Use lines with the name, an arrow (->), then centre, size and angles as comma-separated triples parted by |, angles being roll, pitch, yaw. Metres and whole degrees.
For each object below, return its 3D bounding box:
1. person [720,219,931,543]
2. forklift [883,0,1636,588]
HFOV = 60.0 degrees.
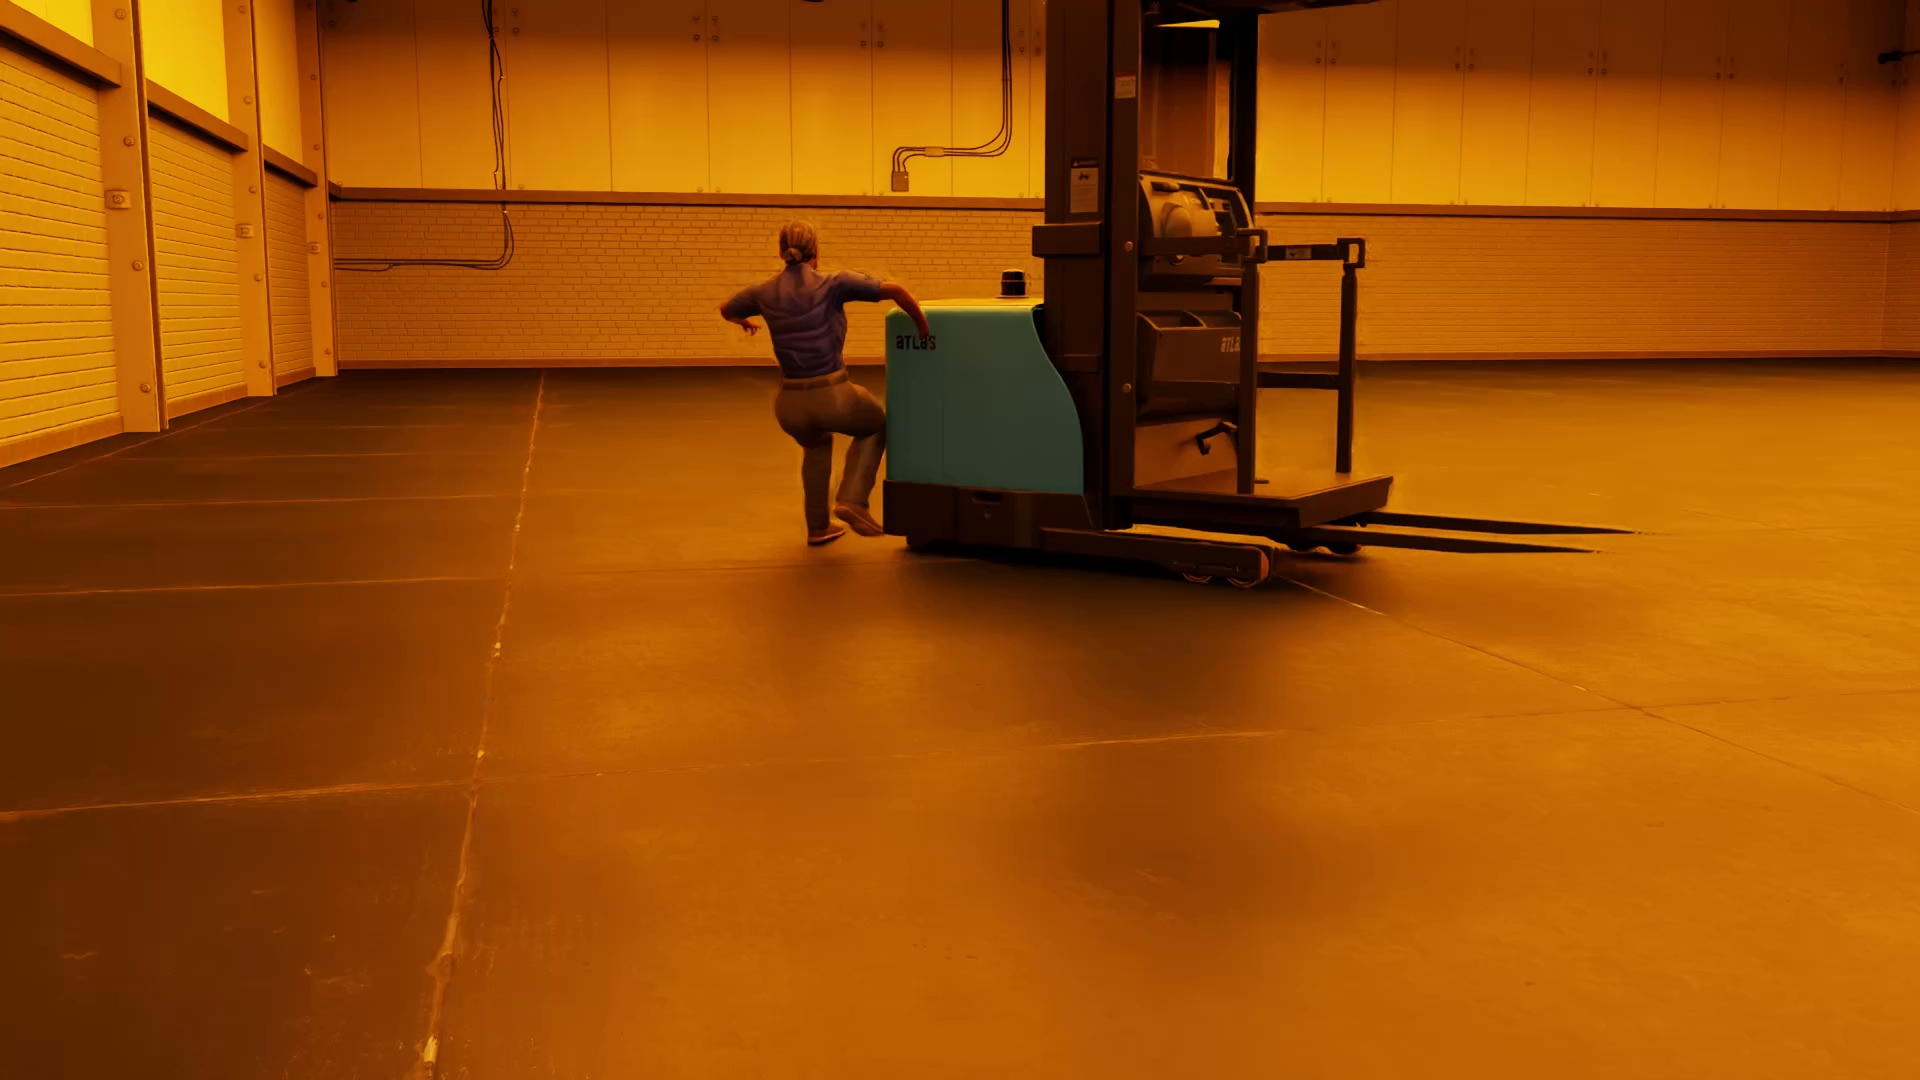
person -> -0.554, -0.678, 7.345 | 1.020, 1.431, 0.788 | 2, 8, 14
forklift -> 1.158, -1.350, 6.778 | 3.031, 2.935, 1.130 | 5, 10, 34
